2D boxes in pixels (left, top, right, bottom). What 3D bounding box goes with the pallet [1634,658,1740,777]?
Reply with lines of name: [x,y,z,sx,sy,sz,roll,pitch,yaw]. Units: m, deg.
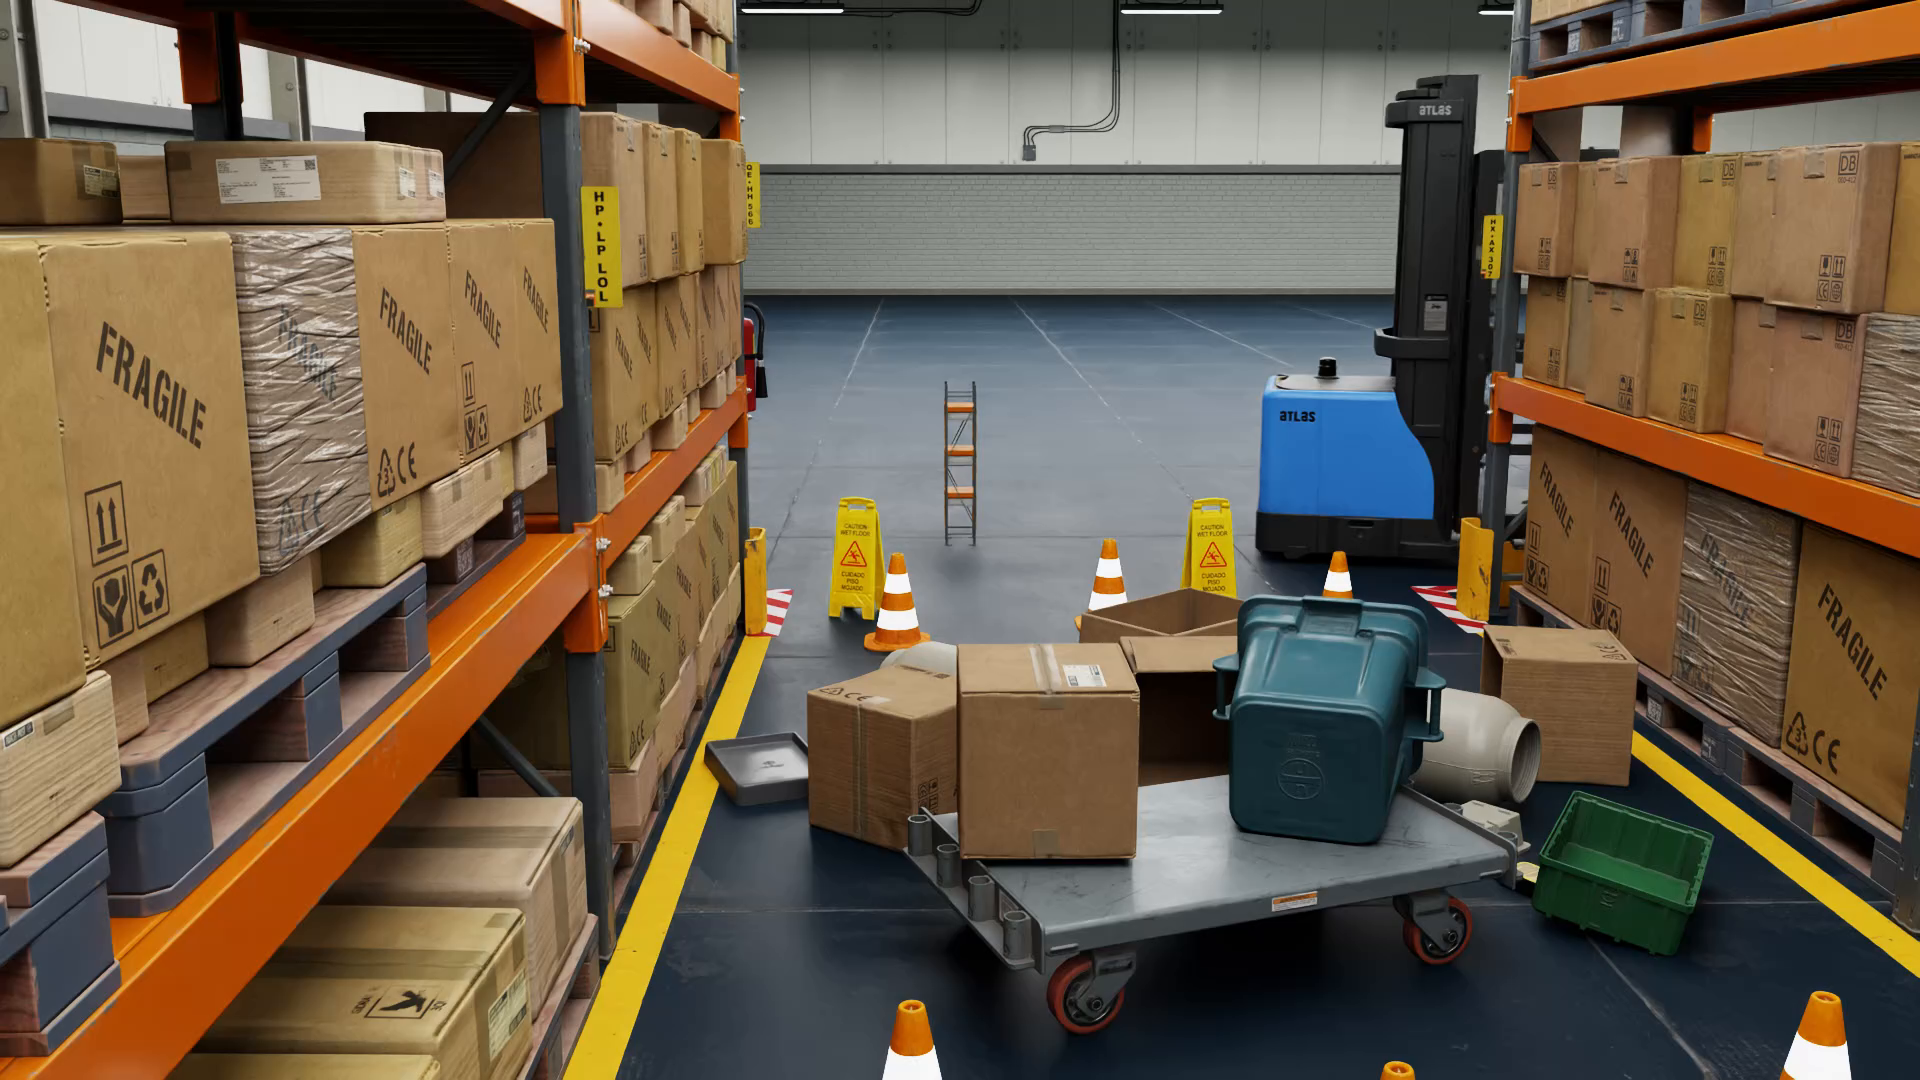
pallet: [3.446,0.701,7.074,1.003,0.211,1.213,0,11,-1]

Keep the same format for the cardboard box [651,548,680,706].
cardboard box: [-1.300,0.319,5.918,0.500,0.500,0.500,0,11,1]

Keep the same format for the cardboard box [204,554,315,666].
cardboard box: [-1.258,0.095,2.624,0.380,0.149,0.250,0,11,1]

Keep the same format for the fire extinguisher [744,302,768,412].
fire extinguisher: [-1.159,-1.013,8.701,0.296,0.674,0.183,0,11,-1]

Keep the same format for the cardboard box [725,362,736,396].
cardboard box: [-1.280,-0.780,7.989,0.380,0.149,0.250,0,11,-2]

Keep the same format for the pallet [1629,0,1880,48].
pallet: [3.383,-2.102,6.557,1.003,0.211,1.213,0,11,-1]

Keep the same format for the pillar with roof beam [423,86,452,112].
pillar with roof beam: [-3.535,-7.399,24.895,9.100,9.000,0.400,0,11,-1]

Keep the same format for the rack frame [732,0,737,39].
rack frame: [-1.617,-3.966,7.976,1.000,3.000,0.127,0,11,-1]

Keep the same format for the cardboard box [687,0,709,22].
cardboard box: [-1.313,-2.265,6.762,0.500,0.250,0.500,0,11,0]

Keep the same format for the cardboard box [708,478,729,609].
cardboard box: [-1.326,0.010,7.438,0.500,0.500,0.500,0,11,1]

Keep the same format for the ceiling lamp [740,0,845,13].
ceiling lamp: [-3.258,-11.878,32.295,2.000,3.185,0.800,0,11,-1]

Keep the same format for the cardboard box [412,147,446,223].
cardboard box: [-1.272,-0.722,3.384,0.380,0.149,0.250,-1,11,-3]

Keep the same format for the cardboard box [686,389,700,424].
cardboard box: [-1.299,-0.575,6.983,0.380,0.149,0.250,0,11,-2]

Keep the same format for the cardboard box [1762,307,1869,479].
cardboard box: [3.359,-0.527,5.737,0.875,0.550,0.550,0,11,-1]

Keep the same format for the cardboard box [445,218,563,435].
cardboard box: [-1.296,-0.541,4.124,0.500,0.500,0.500,0,11,-2]

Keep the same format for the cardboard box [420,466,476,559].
cardboard box: [-1.210,-0.058,3.377,0.380,0.149,0.250,0,11,-1]

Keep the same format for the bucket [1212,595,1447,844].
bucket: [1.104,0.570,5.113,0.726,0.611,0.620,4,22,18]

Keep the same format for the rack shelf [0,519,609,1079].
rack shelf: [-1.493,0.519,2.765,1.077,0.370,4.000,0,11,-1]

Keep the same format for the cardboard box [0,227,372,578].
cardboard box: [-1.268,-0.235,2.619,0.500,0.500,0.500,-1,11,-3]

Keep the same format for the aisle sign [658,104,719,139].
aisle sign: [-1.329,-2.314,8.380,0.394,0.787,0.004,0,11,-1]

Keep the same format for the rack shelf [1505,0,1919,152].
rack shelf: [3.371,-1.786,6.585,1.077,0.370,4.000,0,11,-1]

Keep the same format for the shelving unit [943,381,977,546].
shelving unit: [0.001,-0.504,10.902,0.215,1.050,0.252,0,11,-1]

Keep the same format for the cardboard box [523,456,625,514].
cardboard box: [-1.221,-0.172,4.993,0.380,0.149,0.250,0,11,-1]

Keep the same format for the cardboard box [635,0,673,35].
cardboard box: [-1.235,-1.897,5.955,0.380,0.149,0.250,0,11,-2]

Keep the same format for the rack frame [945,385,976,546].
rack frame: [0.004,-0.480,10.783,0.200,1.050,0.008,0,11,-1]

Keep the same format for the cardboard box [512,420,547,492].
cardboard box: [-1.248,-0.212,4.137,0.380,0.149,0.250,0,11,0]

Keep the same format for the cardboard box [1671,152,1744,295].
cardboard box: [3.419,-1.270,6.680,0.875,0.550,0.500,0,11,-1]

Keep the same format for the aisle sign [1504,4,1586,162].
aisle sign: [3.028,-2.353,8.576,0.394,0.787,0.004,0,11,-1]

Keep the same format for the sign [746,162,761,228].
sign: [-1.062,-1.747,8.417,0.100,0.325,0.005,0,11,-1]

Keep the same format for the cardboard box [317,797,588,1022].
cardboard box: [-1.521,0.955,4.358,0.950,0.372,0.625,0,11,0]

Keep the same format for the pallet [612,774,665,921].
pallet: [-1.584,1.002,5.587,1.003,0.211,1.213,0,11,-1]

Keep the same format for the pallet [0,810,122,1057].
pallet: [-1.573,0.517,1.449,1.213,0.211,1.003,0,11,-1]

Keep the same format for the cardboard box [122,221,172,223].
cardboard box: [-1.801,-0.438,3.616,0.500,0.500,0.500,0,11,-1]

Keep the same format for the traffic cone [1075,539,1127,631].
traffic cone: [0.784,0.225,8.785,0.336,0.463,0.334,0,11,-1]

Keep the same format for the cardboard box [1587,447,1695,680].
cardboard box: [3.430,0.078,7.416,0.875,0.875,0.875,0,11,-2]

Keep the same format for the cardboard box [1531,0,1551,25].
cardboard box: [3.016,-2.599,8.104,0.380,0.149,0.250,0,11,-1]

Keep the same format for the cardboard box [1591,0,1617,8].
cardboard box: [3.032,-2.448,7.360,0.380,0.149,0.250,0,11,-1]

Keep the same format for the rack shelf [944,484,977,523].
rack shelf: [0.001,-0.221,10.960,0.215,0.259,0.240,0,11,-1]

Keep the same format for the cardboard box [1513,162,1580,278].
cardboard box: [3.298,-1.595,8.285,0.875,0.550,0.550,0,11,-1]

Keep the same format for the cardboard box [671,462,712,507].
cardboard box: [-1.260,-0.236,7.022,0.380,0.149,0.250,0,11,1]

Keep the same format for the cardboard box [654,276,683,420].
cardboard box: [-1.296,-0.714,6.034,0.500,0.500,0.500,0,11,-2]

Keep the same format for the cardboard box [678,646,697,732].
cardboard box: [-1.313,0.581,6.511,0.500,0.250,0.500,0,11,-2]

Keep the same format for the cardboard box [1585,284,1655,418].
cardboard box: [3.302,-0.845,7.304,0.875,0.550,0.550,0,11,-1]

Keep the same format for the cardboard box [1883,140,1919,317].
cardboard box: [3.439,-0.948,5.092,0.875,0.550,0.550,0,11,-1]

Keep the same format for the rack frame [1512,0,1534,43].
rack frame: [3.329,-4.007,8.175,1.000,3.000,0.127,0,11,-1]

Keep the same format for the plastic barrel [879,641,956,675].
plastic barrel: [-0.061,0.641,6.835,0.512,0.421,0.421,9,15,38]

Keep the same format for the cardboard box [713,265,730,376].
cardboard box: [-1.325,-1.014,7.516,0.500,0.500,0.500,0,11,-1]

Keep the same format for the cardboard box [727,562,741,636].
cardboard box: [-1.331,0.280,7.994,0.500,0.250,0.500,0,11,-1]

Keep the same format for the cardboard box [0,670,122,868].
cardboard box: [-1.190,0.251,1.856,0.380,0.149,0.250,0,11,-1]

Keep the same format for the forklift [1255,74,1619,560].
forklift: [3.427,-1.338,10.281,3.031,2.935,1.130,2,12,12]

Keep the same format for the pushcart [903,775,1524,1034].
pushcart: [0.744,1.035,5.009,1.648,0.377,0.936,-4,12,-21]

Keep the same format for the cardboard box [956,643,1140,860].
cardboard box: [0.244,0.610,4.891,0.500,0.500,0.500,0,11,-1]

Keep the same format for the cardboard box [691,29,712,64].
cardboard box: [-1.321,-2.201,7.451,0.380,0.149,0.250,0,11,1]

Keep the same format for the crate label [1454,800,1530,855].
crate label: [1.796,1.005,5.759,0.298,0.136,0.250,-10,15,-40]

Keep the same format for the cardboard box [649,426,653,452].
cardboard box: [-1.321,-0.377,6.003,0.380,0.149,0.250,0,11,-1]

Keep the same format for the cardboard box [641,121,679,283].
cardboard box: [-1.316,-1.106,5.450,0.700,0.500,0.500,0,11,-1]

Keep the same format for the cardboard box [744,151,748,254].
cardboard box: [-1.389,-1.610,7.937,0.700,0.500,0.500,-1,11,-3]

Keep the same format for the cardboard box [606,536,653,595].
cardboard box: [-1.220,0.082,5.453,0.380,0.149,0.250,0,11,0]

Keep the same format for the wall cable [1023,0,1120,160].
wall cable: [2.666,-12.060,39.318,2.305,6.003,0.169,0,11,-1]

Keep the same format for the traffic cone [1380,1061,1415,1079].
traffic cone: [0.896,1.307,3.454,0.336,0.463,0.334,0,11,-1]
